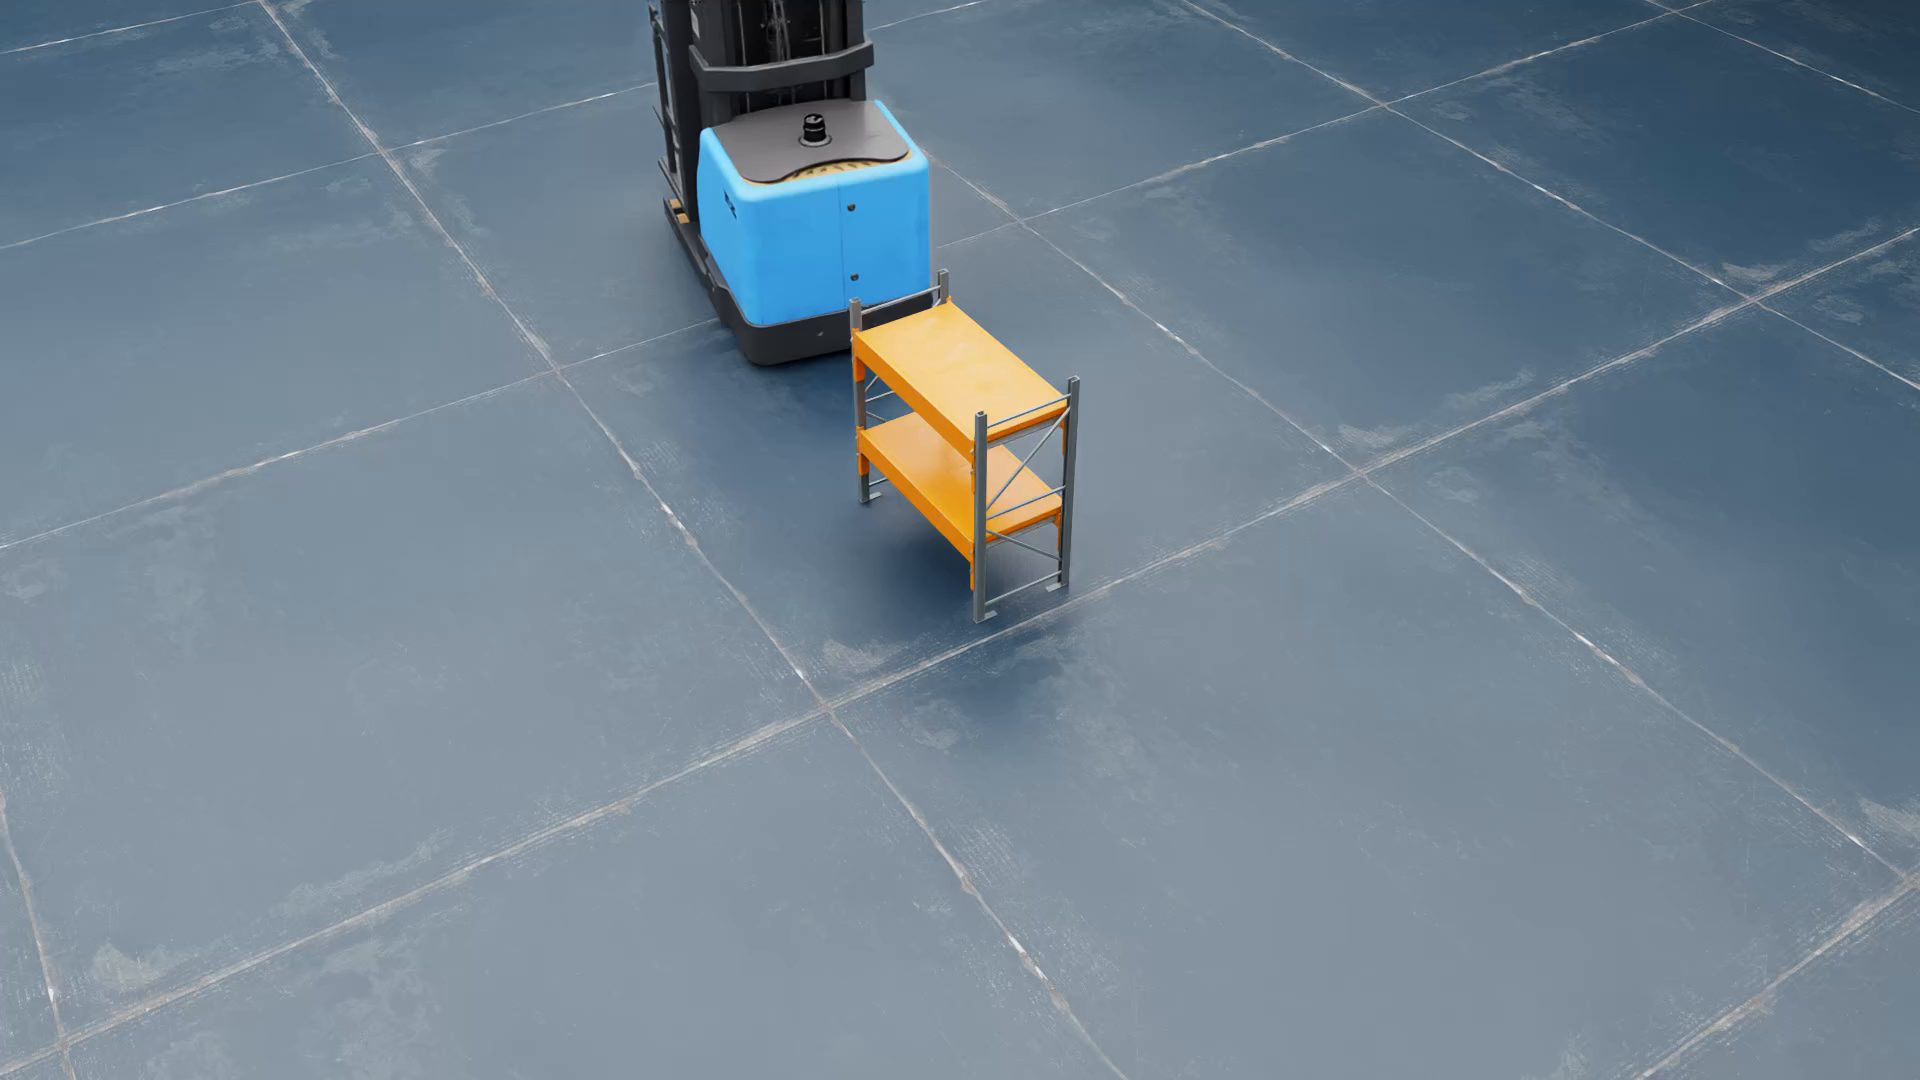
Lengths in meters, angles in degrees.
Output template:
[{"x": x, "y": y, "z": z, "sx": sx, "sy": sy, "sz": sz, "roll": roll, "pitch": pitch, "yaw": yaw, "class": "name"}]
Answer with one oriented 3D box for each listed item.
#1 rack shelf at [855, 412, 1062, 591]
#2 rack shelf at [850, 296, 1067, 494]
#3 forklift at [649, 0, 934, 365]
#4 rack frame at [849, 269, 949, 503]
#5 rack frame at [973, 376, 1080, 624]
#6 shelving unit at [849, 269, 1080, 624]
[{"x": 0.004, "y": -0.241, "z": 7.603, "sx": 0.538, "sy": 0.278, "sz": 1.000, "roll": -22, "pitch": 45, "yaw": -24, "class": "rack shelf"}, {"x": 0.004, "y": -0.653, "z": 7.259, "sx": 0.538, "sy": 0.278, "sz": 1.000, "roll": -22, "pitch": 45, "yaw": -24, "class": "rack shelf"}, {"x": -1.149, "y": -3.002, "z": 9.123, "sx": 1.130, "sy": 2.935, "sz": 3.031, "roll": -14, "pitch": 42, "yaw": -16, "class": "forklift"}, {"x": -0.270, "y": -0.703, "z": 7.775, "sx": 0.500, "sy": 1.125, "sz": 0.032, "roll": -22, "pitch": 45, "yaw": -24, "class": "rack frame"}, {"x": 0.277, "y": -0.154, "z": 7.117, "sx": 0.500, "sy": 1.125, "sz": 0.032, "roll": -22, "pitch": 45, "yaw": -24, "class": "rack frame"}, {"x": 0.004, "y": -0.428, "z": 7.446, "sx": 0.538, "sy": 1.125, "sz": 1.048, "roll": -22, "pitch": 45, "yaw": -24, "class": "shelving unit"}]
